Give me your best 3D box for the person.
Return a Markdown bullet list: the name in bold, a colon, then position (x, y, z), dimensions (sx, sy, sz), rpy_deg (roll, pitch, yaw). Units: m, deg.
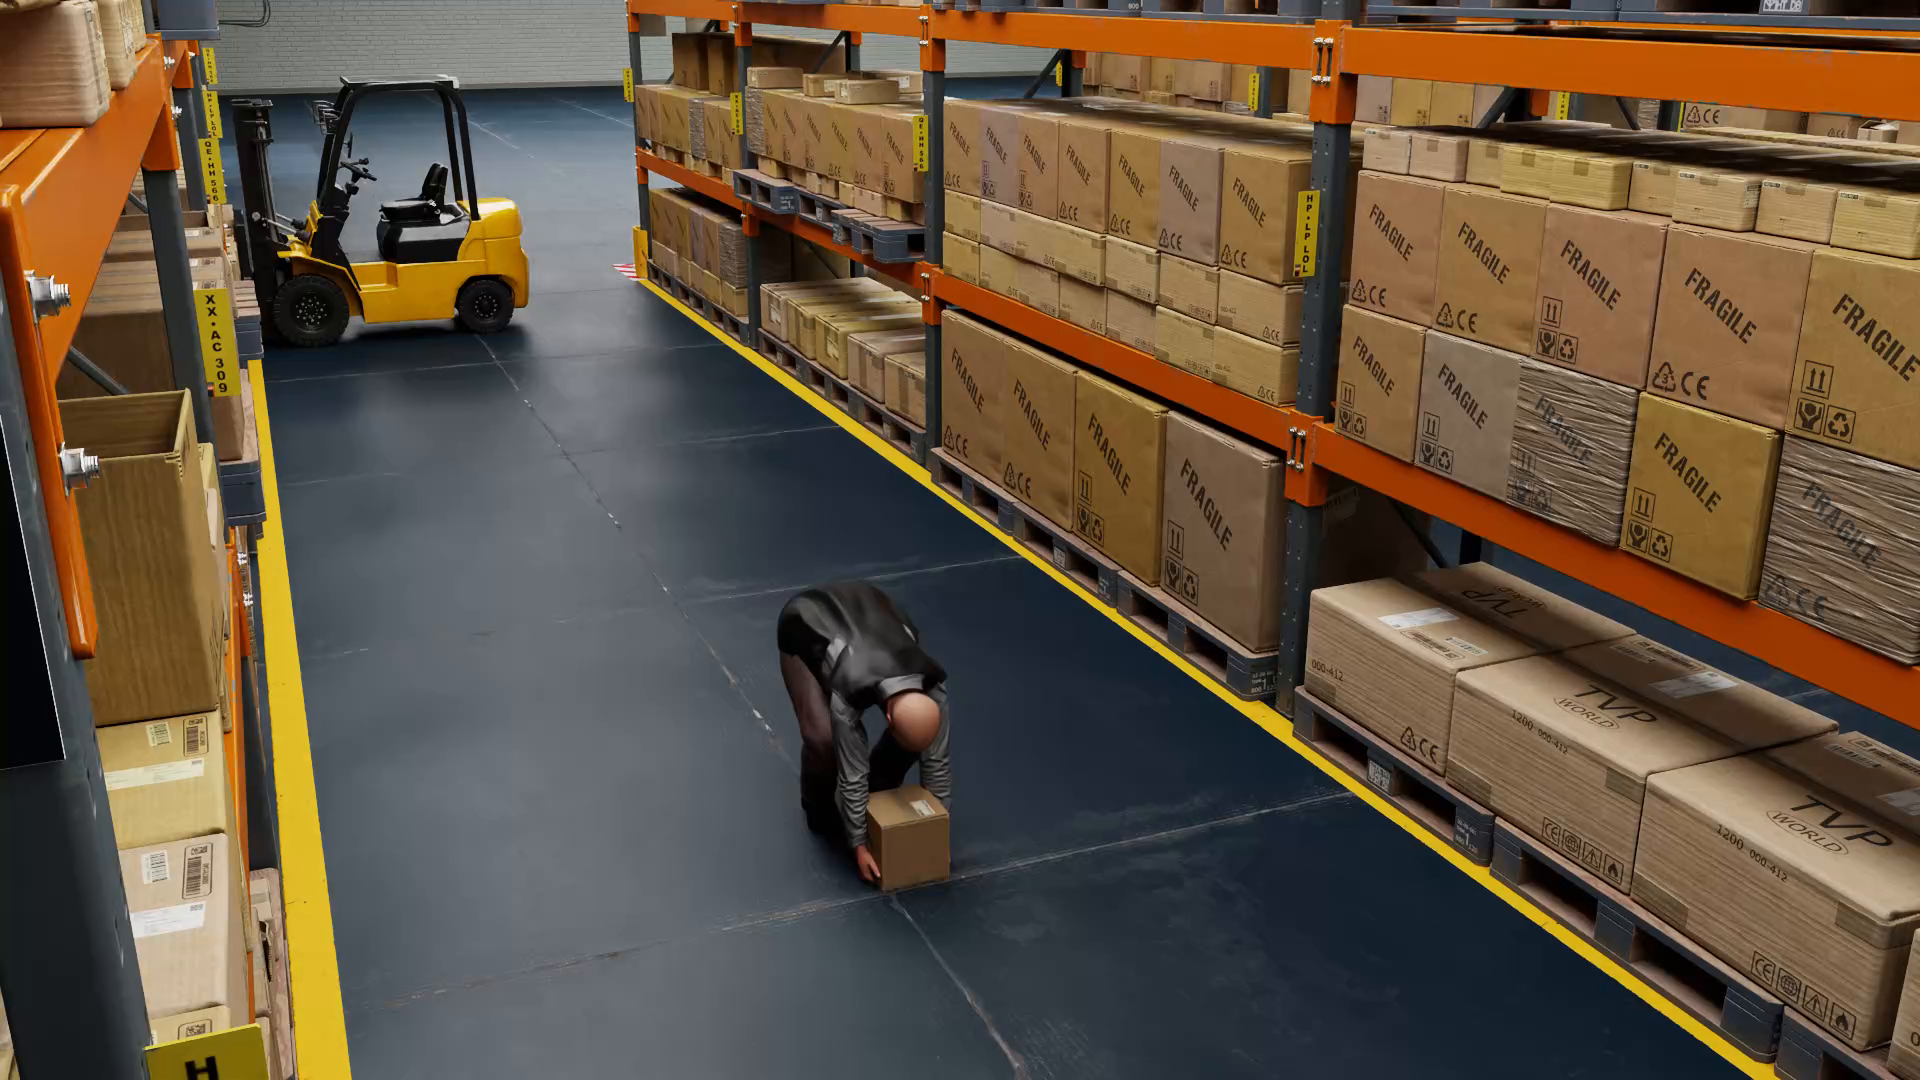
- **person**: position (-0.316, 0.678, 5.993), dimensions (0.519, 0.849, 0.931), rpy_deg (-9, 21, -24)
